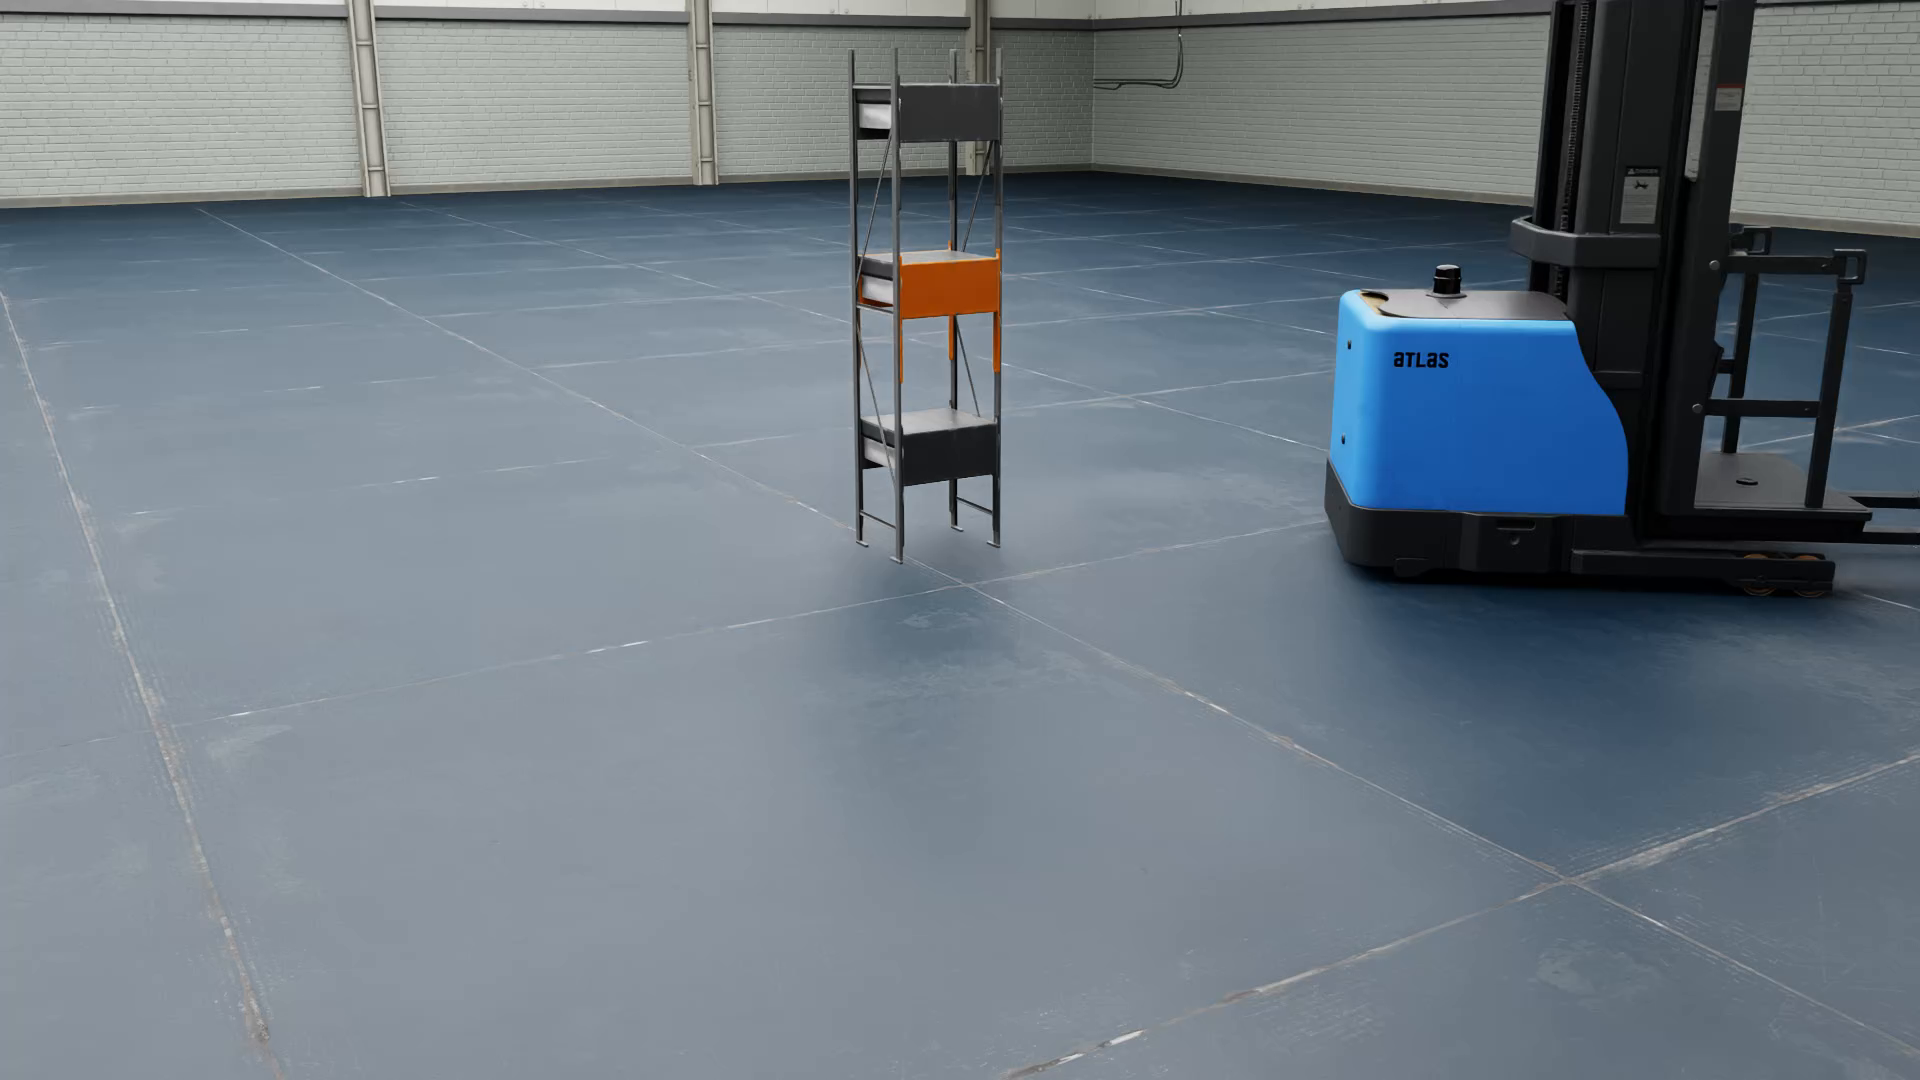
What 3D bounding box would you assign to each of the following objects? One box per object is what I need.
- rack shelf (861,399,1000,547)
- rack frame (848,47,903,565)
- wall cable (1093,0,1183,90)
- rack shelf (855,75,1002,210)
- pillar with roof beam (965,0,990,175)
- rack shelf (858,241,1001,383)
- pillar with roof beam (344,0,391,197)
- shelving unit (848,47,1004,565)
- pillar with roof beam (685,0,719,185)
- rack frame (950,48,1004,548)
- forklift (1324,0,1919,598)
[{"bbox_3d":[-0.142,-0.301,7.237,0.480,0.518,0.431,-9,18,-30],"label":"rack shelf"},{"bbox_3d":[-0.351,-0.954,6.923,0.015,2.100,0.400,-9,18,-30],"label":"rack frame"},{"bbox_3d":[3.565,-10.470,33.840,0.112,2.526,3.097,-9,18,-30],"label":"wall cable"},{"bbox_3d":[-0.142,-1.649,6.859,0.480,0.518,0.431,-9,18,-30],"label":"rack shelf"},{"bbox_3d":[2.576,-10.865,29.498,0.400,9.000,9.100,-9,18,-30],"label":"pillar with roof beam"},{"bbox_3d":[-0.142,-0.975,7.048,0.480,0.518,0.431,-9,18,-30],"label":"rack shelf"},{"bbox_3d":[-7.711,-9.197,23.547,0.400,9.000,9.100,-9,18,-30],"label":"pillar with roof beam"},{"bbox_3d":[-0.142,-0.988,7.044,0.503,2.100,0.431,-9,18,-30],"label":"shelving unit"},{"bbox_3d":[-2.567,-10.031,26.523,0.400,9.000,9.100,-9,18,-30],"label":"pillar with roof beam"},{"bbox_3d":[0.067,-1.022,7.165,0.015,2.100,0.400,-9,18,-30],"label":"rack frame"},{"bbox_3d":[3.142,-1.334,6.737,3.031,2.935,1.130,2,16,6],"label":"forklift"}]
